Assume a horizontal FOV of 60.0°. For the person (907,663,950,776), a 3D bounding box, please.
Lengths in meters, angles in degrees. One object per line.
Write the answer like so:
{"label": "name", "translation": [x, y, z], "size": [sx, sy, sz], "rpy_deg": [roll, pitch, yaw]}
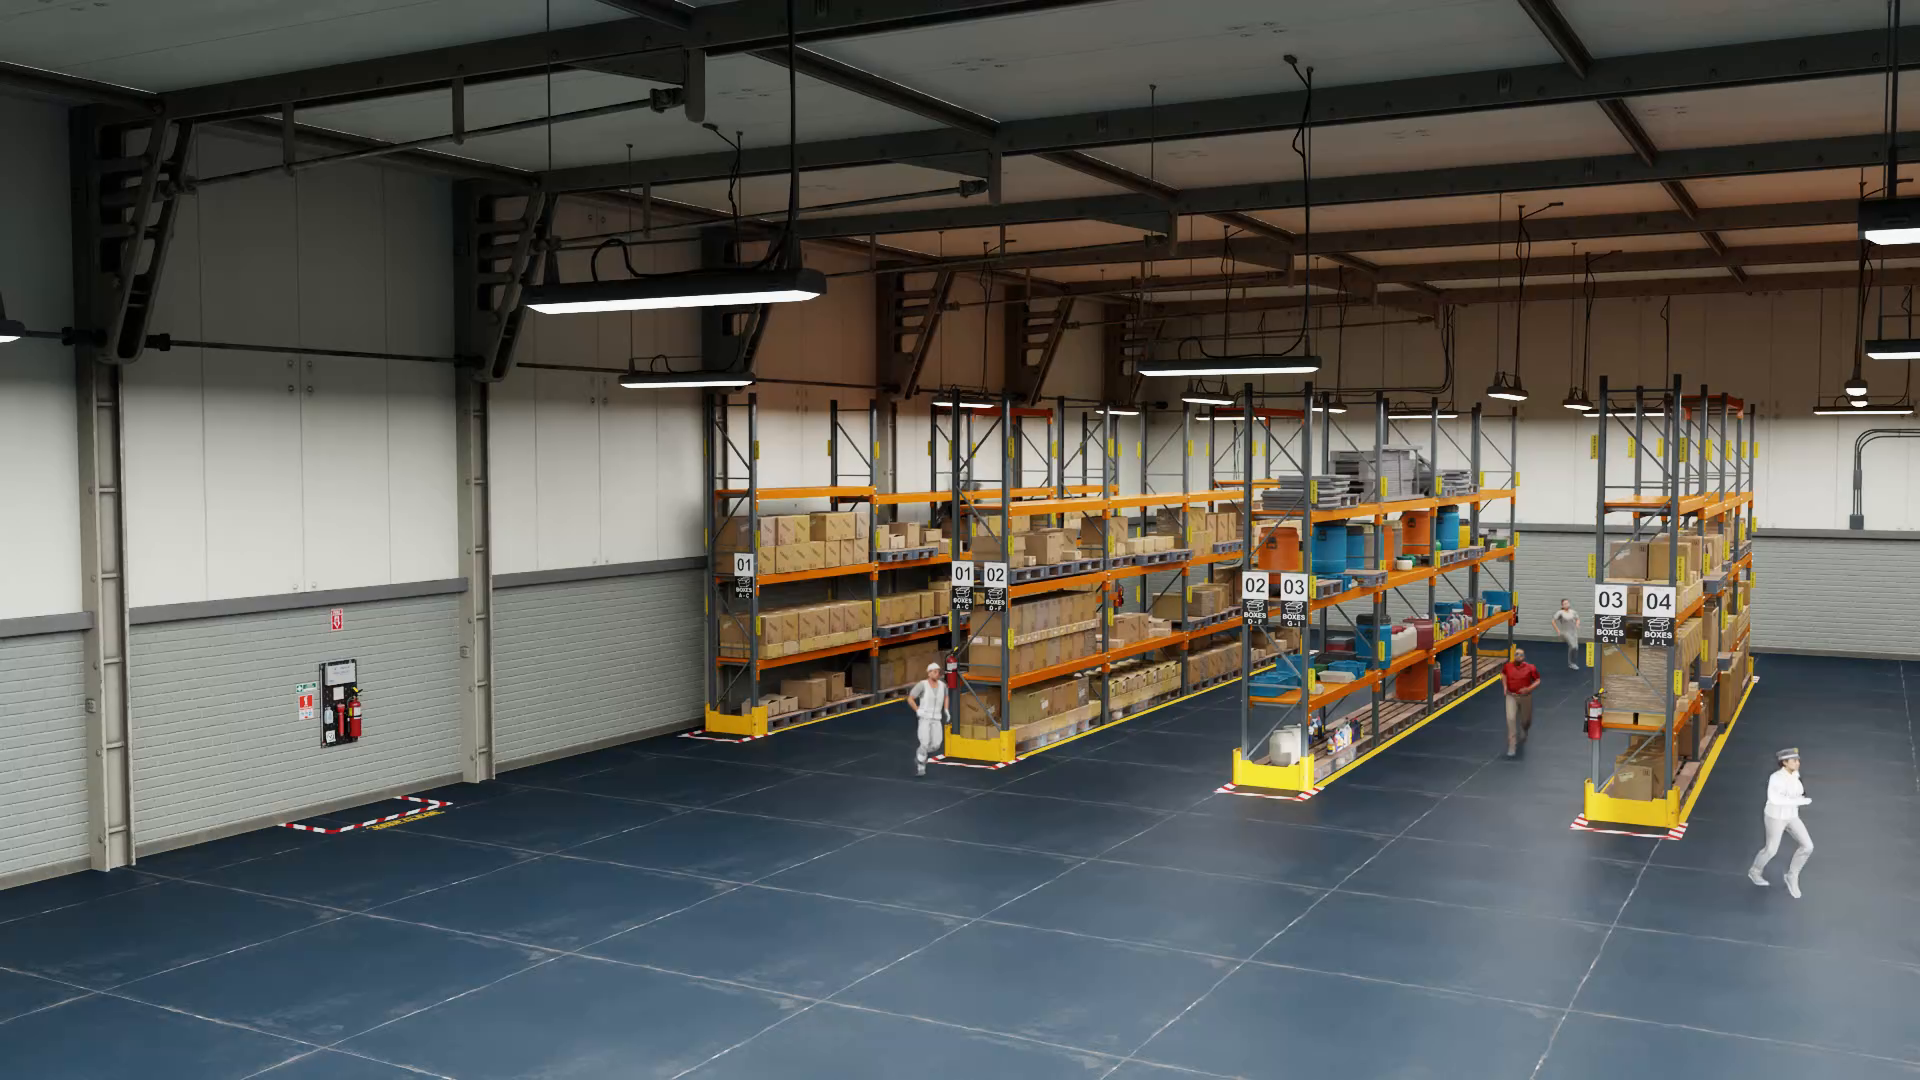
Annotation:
{"label": "person", "translation": [-0.472, 2.753, 25.719], "size": [0.751, 1.719, 0.571], "rpy_deg": [-2, 3, -28]}

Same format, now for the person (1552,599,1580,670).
{"label": "person", "translation": [13.876, 2.144, 37.914], "size": [0.620, 1.612, 0.597], "rpy_deg": [0, 3, -8]}

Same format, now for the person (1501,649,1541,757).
{"label": "person", "translation": [9.306, 2.668, 27.603], "size": [0.629, 1.744, 1.122], "rpy_deg": [1, 3, 20]}

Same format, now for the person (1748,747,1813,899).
{"label": "person", "translation": [9.249, 3.150, 18.720], "size": [0.639, 1.700, 0.805], "rpy_deg": [-2, 3, -27]}
